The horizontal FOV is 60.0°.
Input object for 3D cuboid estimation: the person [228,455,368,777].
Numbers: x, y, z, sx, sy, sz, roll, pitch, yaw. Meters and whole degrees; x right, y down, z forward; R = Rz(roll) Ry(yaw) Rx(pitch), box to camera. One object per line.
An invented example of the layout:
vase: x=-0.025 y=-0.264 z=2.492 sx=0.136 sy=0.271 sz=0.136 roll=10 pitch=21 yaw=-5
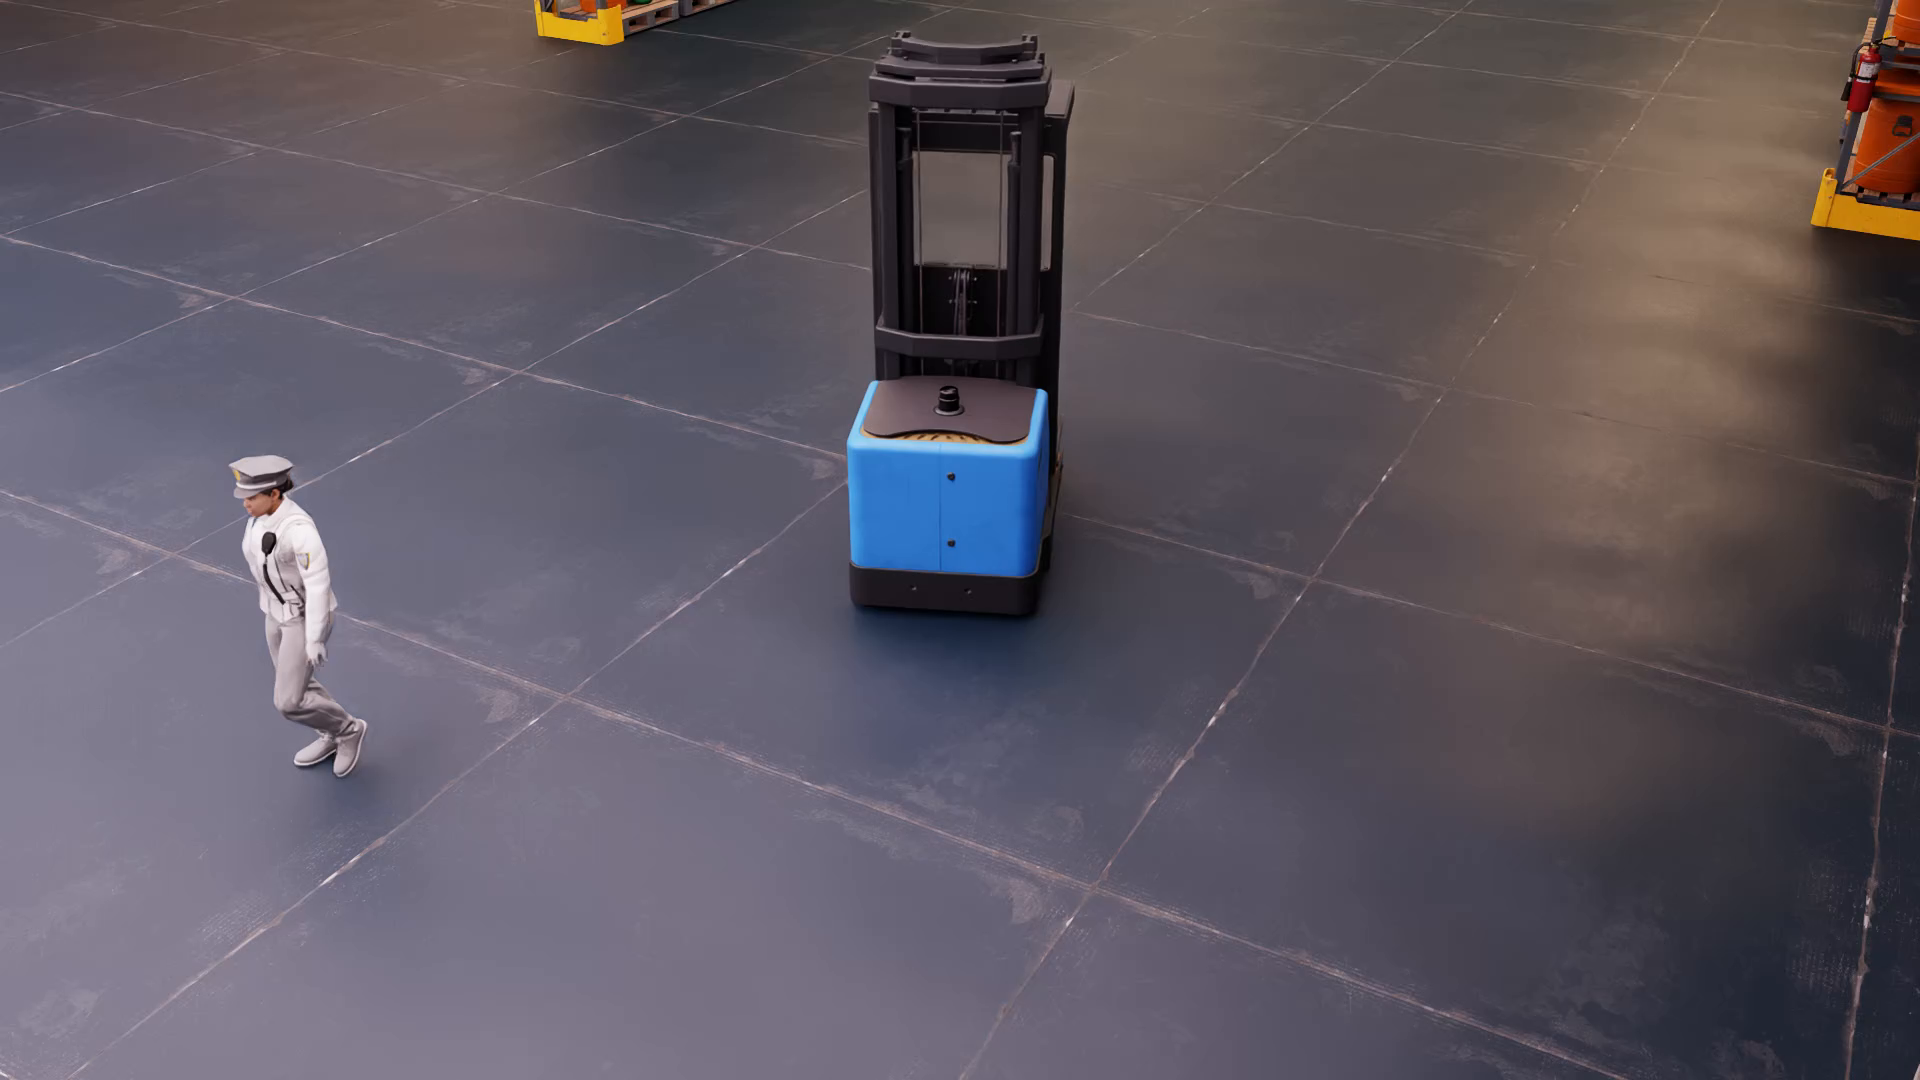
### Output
person: x=-3.110 y=0.380 z=7.696 sx=0.624 sy=1.652 sz=0.429 roll=24 pitch=38 yaw=35

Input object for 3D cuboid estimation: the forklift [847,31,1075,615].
forklift: x=0.072 y=-1.572 z=9.794 sx=1.130 sy=2.935 sz=3.031 roll=3 pitch=30 yaw=6
